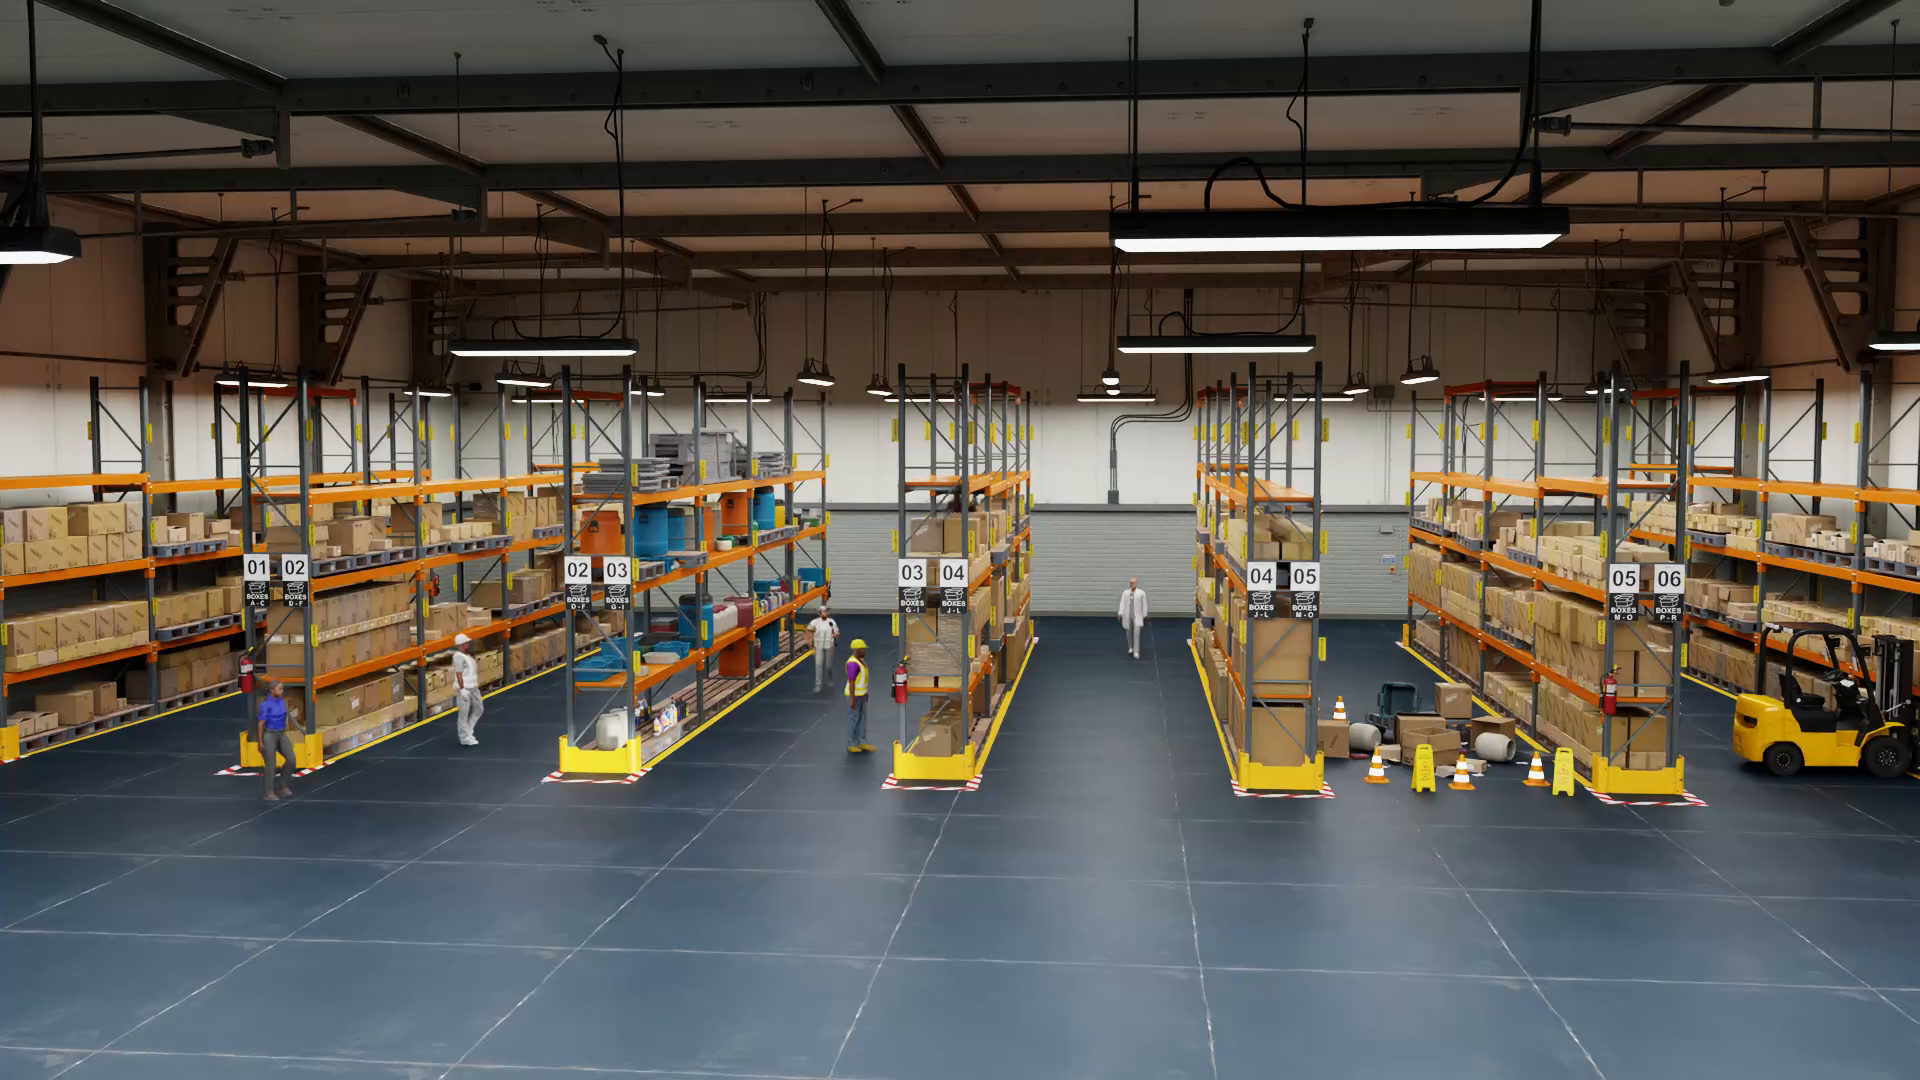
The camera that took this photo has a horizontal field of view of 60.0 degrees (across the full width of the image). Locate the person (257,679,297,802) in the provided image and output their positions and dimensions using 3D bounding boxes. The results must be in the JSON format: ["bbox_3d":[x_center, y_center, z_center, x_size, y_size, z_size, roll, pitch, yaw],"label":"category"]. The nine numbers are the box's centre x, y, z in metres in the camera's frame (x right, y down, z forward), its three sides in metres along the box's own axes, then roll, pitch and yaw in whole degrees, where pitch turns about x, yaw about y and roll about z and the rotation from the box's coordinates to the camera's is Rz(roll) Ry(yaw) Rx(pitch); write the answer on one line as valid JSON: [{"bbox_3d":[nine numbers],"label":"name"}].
[{"bbox_3d":[-9.376,2.730,22.709,0.368,1.658,0.581,1,4,22],"label":"person"}]

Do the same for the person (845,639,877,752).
[{"bbox_3d":[-1.572,2.444,26.084,0.455,1.782,0.602,1,4,13],"label":"person"}]

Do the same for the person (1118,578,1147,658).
[{"bbox_3d":[3.865,1.727,37.276,0.642,1.734,1.037,1,4,12],"label":"person"}]

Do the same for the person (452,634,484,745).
[{"bbox_3d":[-7.955,2.399,26.816,0.482,1.787,0.618,1,4,14],"label":"person"}]

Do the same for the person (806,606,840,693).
[{"bbox_3d":[-2.677,2.087,32.067,0.651,1.594,1.028,0,4,6],"label":"person"}]
